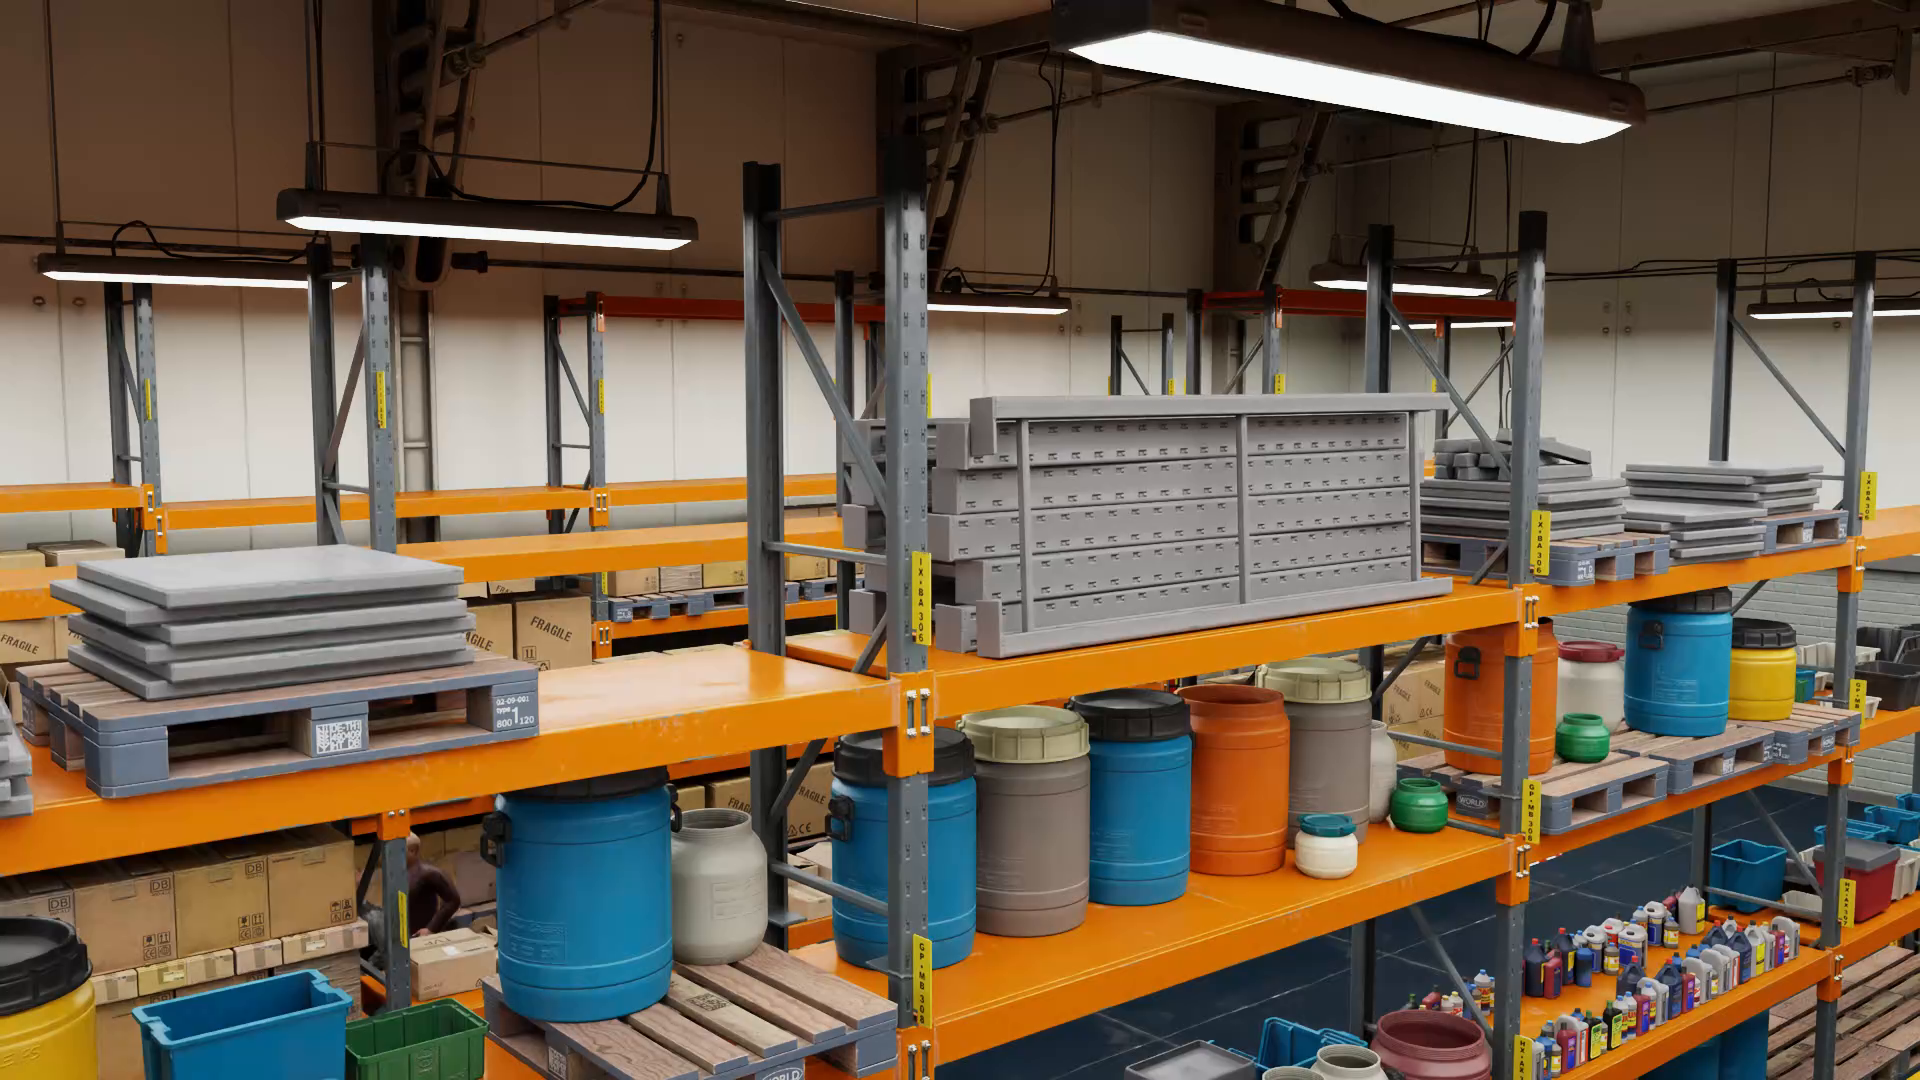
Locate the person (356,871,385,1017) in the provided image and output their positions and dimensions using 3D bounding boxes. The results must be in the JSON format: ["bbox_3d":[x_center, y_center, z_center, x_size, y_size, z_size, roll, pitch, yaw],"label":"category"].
[{"bbox_3d":[-4.259,3.189,11.975,0.677,1.687,0.581,5,8,44],"label":"person"}]

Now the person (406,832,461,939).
[{"bbox_3d":[-4.116,3.105,12.860,0.713,1.724,1.032,5,7,40],"label":"person"}]
